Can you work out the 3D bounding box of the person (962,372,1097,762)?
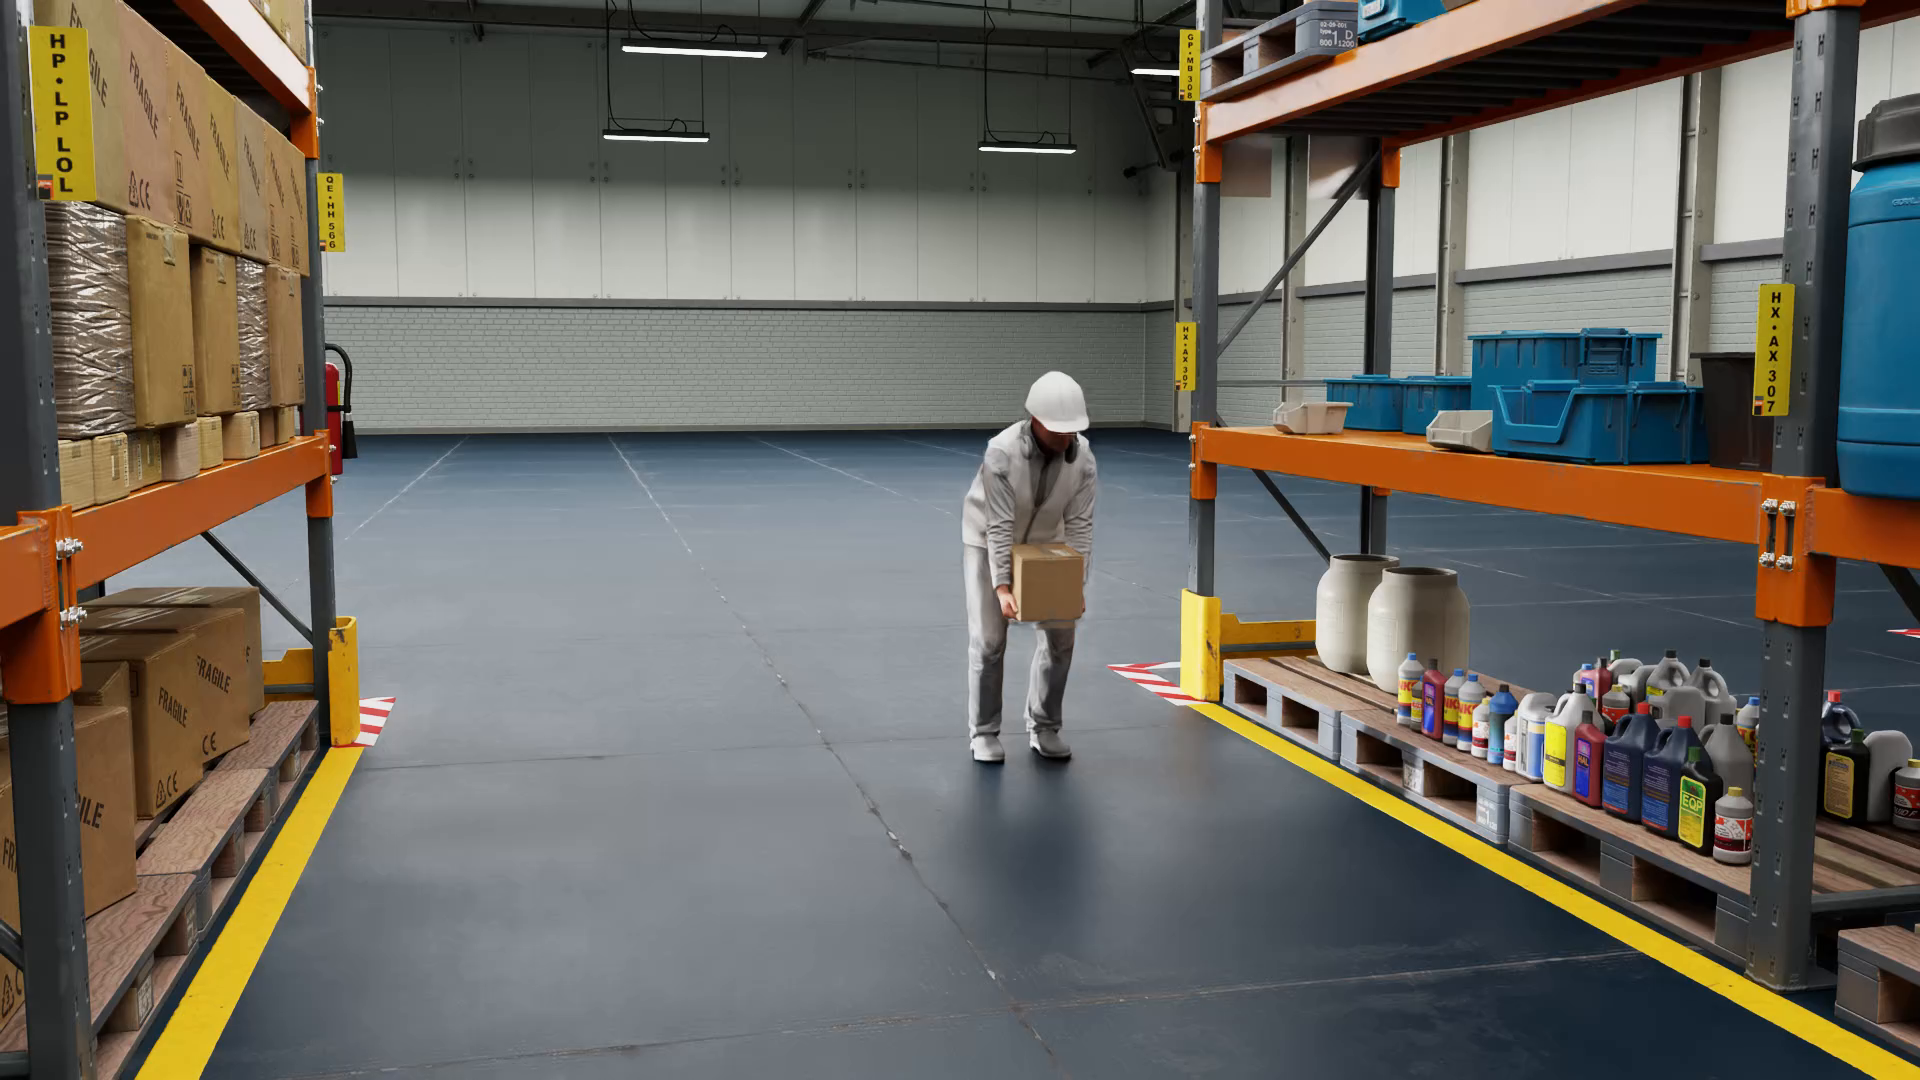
[{"bbox_3d":[0.295,0.119,6.635,0.473,1.579,0.803,-2,6,-15],"label":"person"}]
